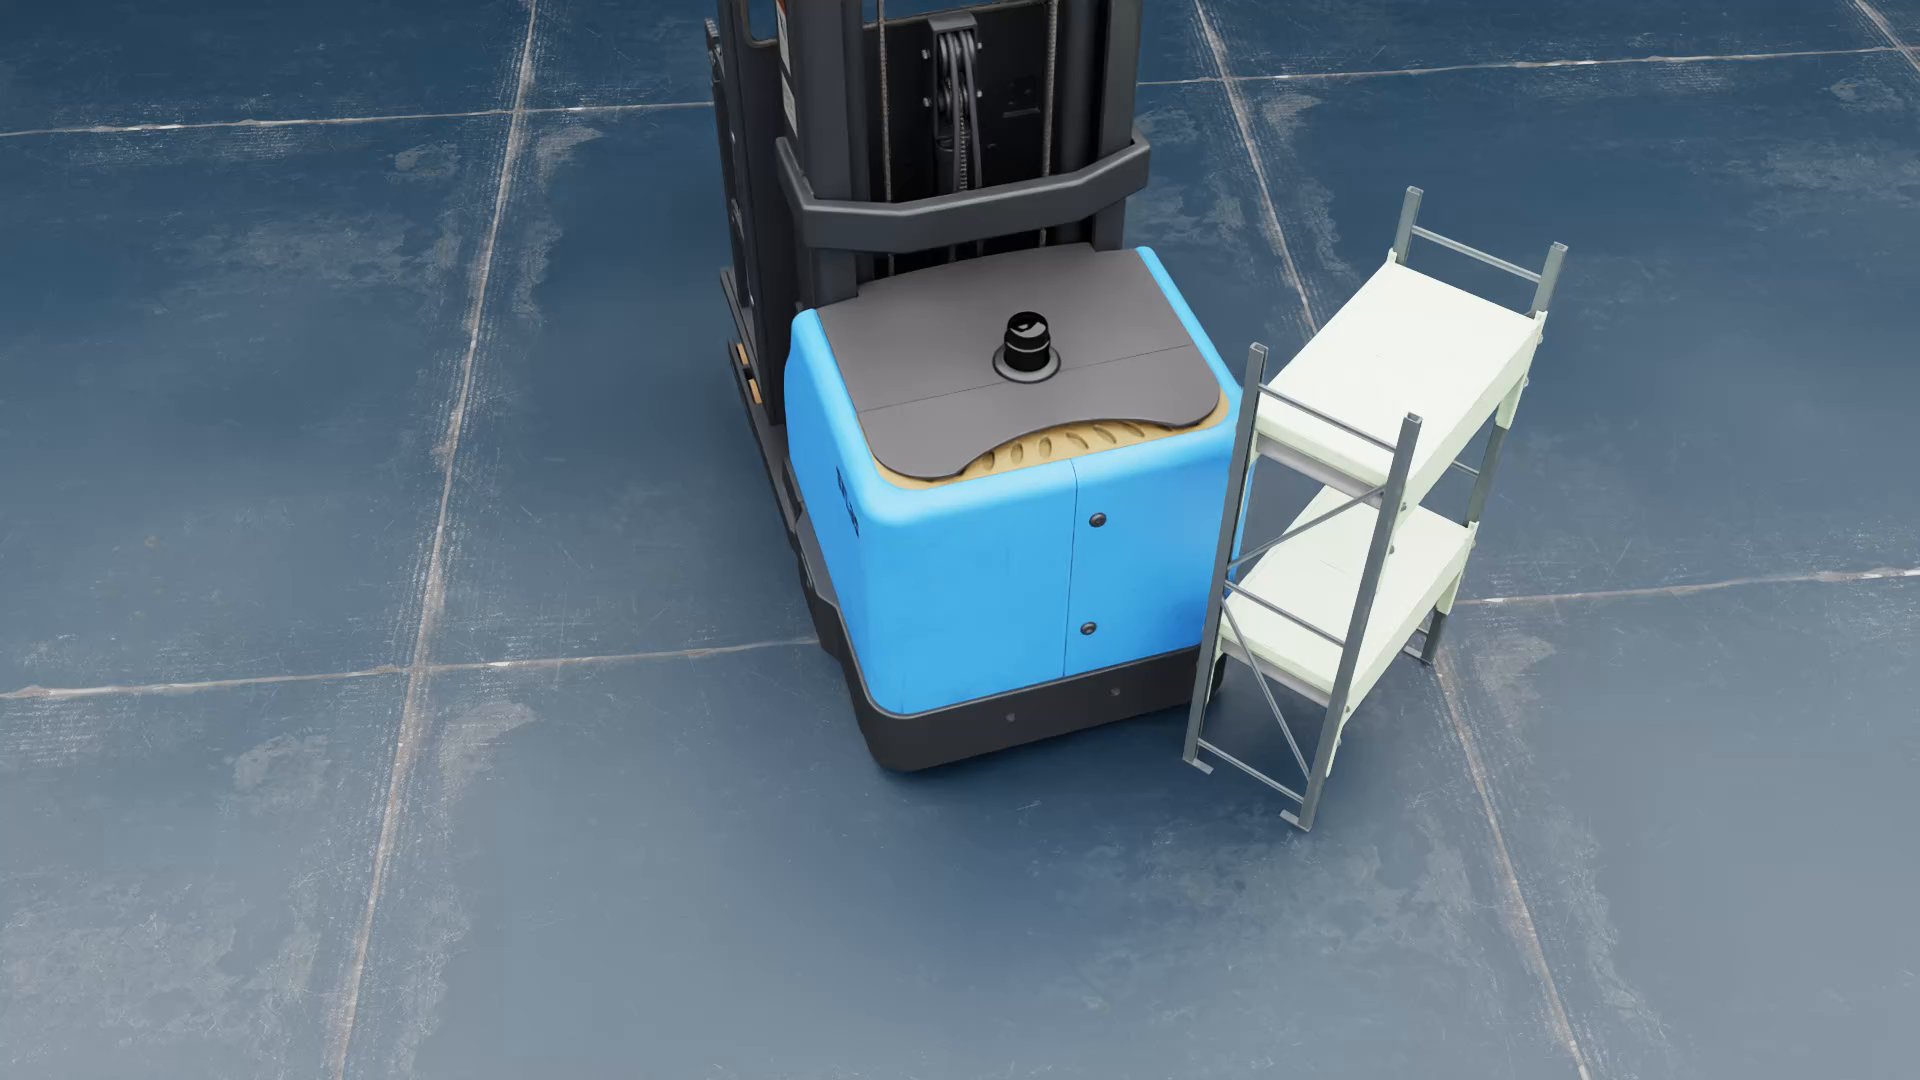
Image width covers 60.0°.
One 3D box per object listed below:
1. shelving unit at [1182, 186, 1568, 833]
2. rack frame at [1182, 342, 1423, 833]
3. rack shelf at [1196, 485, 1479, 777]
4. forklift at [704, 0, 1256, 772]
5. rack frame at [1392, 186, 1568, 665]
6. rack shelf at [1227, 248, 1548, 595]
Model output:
[{"bbox_3d":[1.011,-0.029,4.244,0.431,1.500,0.755,29,53,25],"label":"shelving unit"},{"bbox_3d":[0.789,0.183,4.044,0.400,1.500,0.023,29,53,25],"label":"rack frame"},{"bbox_3d":[1.011,0.196,4.481,0.431,0.370,0.720,29,53,25],"label":"rack shelf"},{"bbox_3d":[-0.160,-1.468,4.621,1.130,2.935,3.031,-13,48,-12],"label":"forklift"},{"bbox_3d":[1.233,-0.240,4.444,0.400,1.500,0.023,29,53,25],"label":"rack frame"},{"bbox_3d":[1.011,-0.297,3.961,0.431,0.370,0.720,29,53,25],"label":"rack shelf"}]
